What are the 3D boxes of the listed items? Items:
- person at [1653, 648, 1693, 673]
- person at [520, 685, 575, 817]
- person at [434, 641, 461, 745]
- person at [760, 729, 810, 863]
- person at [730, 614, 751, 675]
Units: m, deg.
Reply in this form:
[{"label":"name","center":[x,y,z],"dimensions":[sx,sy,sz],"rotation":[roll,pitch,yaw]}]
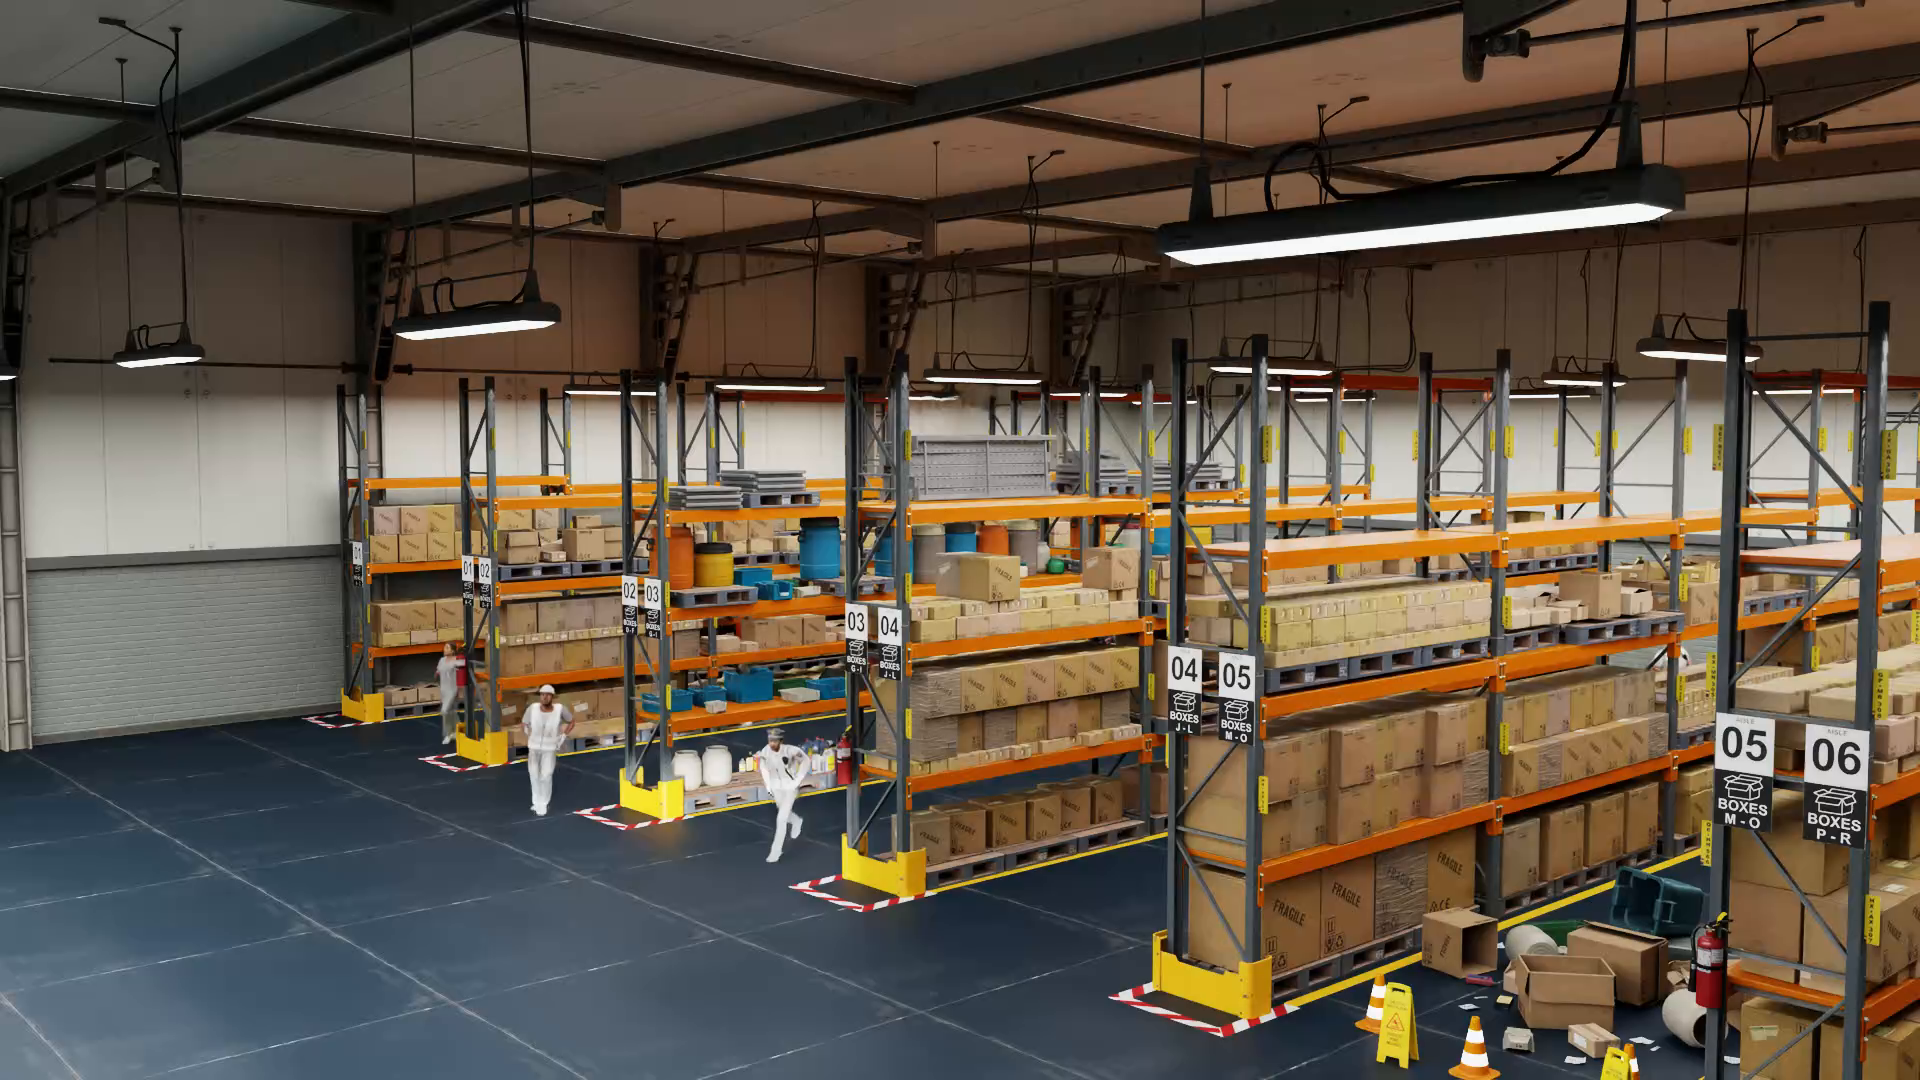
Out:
[{"label":"person","center":[12.203,2.443,28.452],"dimensions":[0.705,1.748,0.791],"rotation":[0,4,-2]},{"label":"person","center":[-5.556,2.831,22.291],"dimensions":[0.681,1.793,0.695],"rotation":[0,4,1]},{"label":"person","center":[-8.424,2.536,27.549],"dimensions":[0.577,1.732,0.681],"rotation":[2,4,27]},{"label":"person","center":[-2.101,3.055,20.306],"dimensions":[0.640,1.647,0.950],"rotation":[1,4,14]},{"label":"person","center":[-4.210,2.187,32.487],"dimensions":[0.641,1.761,0.698],"rotation":[3,5,39]}]
